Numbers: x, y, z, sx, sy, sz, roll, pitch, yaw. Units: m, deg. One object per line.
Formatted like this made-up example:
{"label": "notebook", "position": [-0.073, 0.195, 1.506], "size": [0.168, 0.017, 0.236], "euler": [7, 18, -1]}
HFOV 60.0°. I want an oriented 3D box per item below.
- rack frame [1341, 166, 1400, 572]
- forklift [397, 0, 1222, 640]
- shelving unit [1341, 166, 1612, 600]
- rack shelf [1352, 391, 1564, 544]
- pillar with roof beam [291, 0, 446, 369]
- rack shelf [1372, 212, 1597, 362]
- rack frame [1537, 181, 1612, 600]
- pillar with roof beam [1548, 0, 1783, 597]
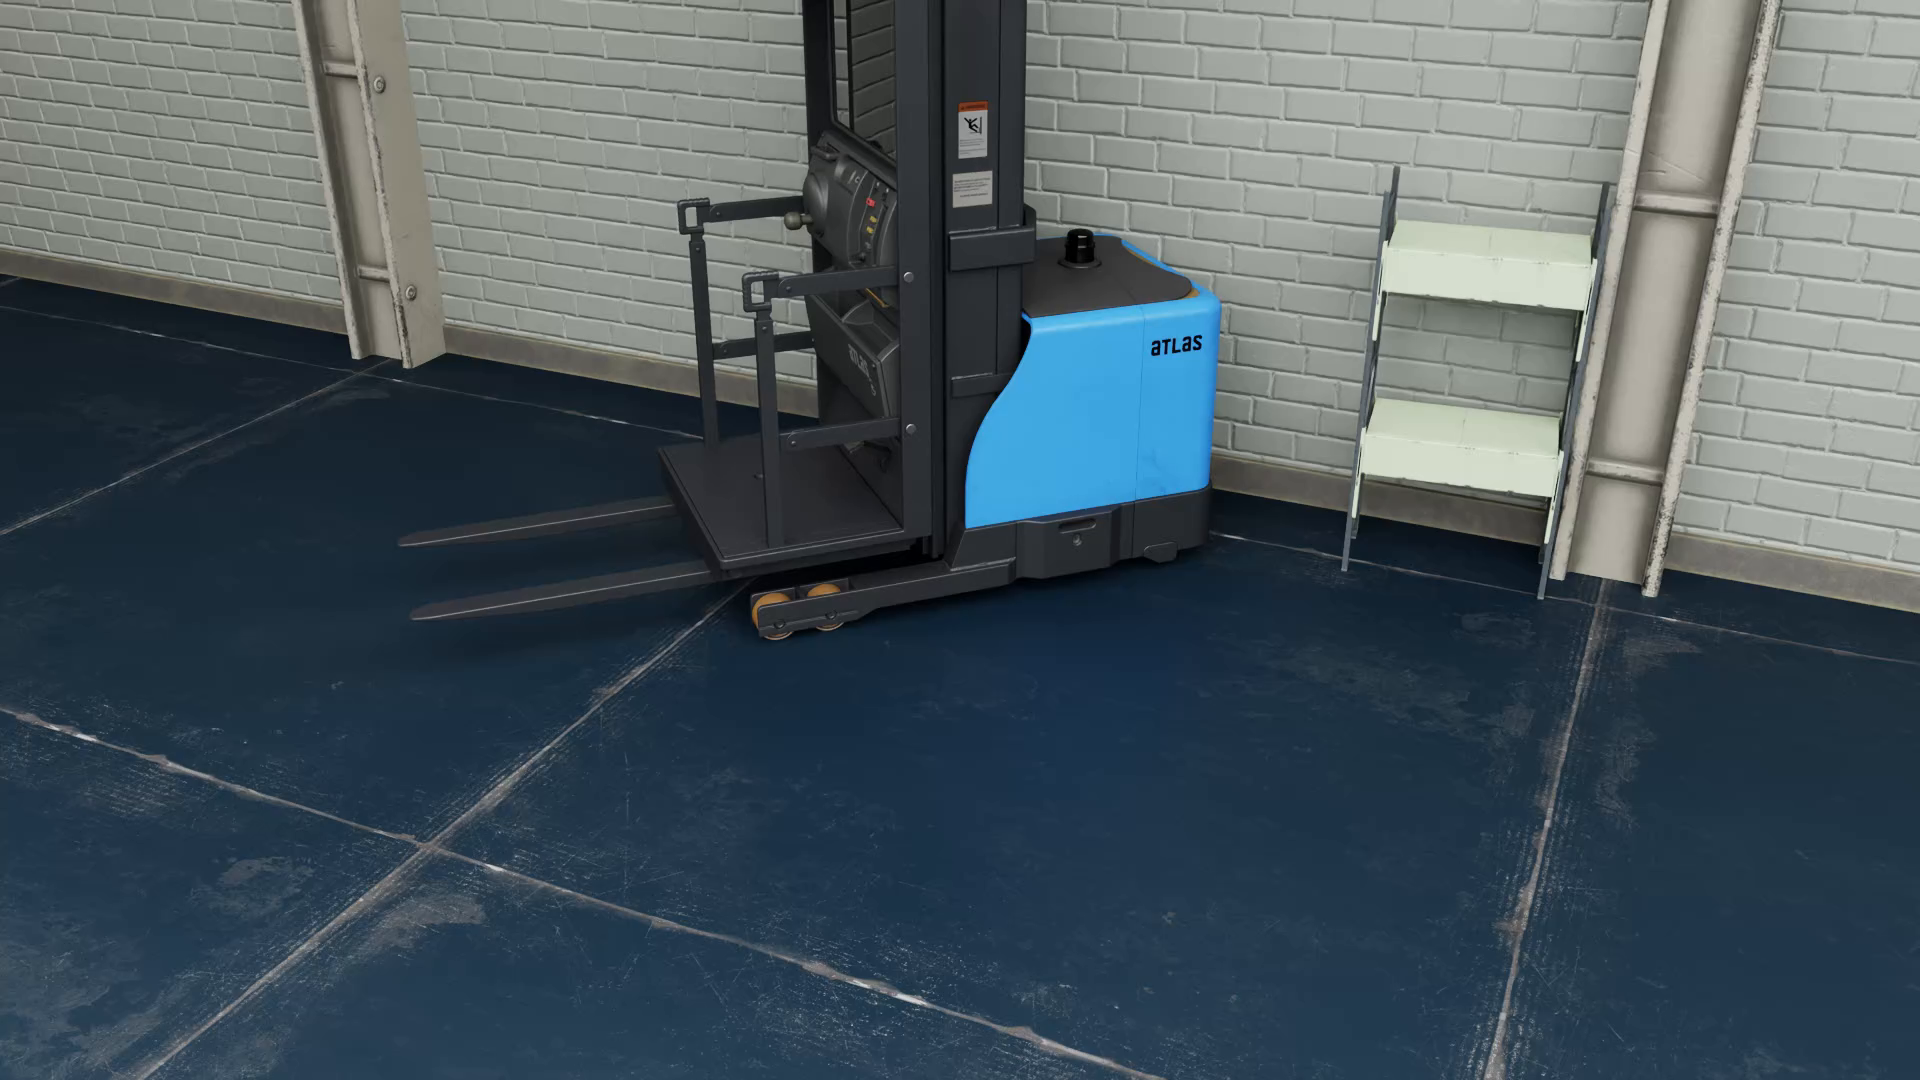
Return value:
{"label": "rack frame", "position": [1.562, -0.631, 6.335], "size": [0.023, 1.500, 0.400], "euler": [8, 27, 16]}
{"label": "forklift", "position": [-0.582, -1.217, 5.904], "size": [3.031, 2.935, 1.130], "euler": [-10, 28, -19]}
{"label": "shelving unit", "position": [1.909, -0.581, 6.232], "size": [0.755, 1.500, 0.431], "euler": [8, 27, 16]}
{"label": "rack shelf", "position": [1.909, -0.288, 6.376], "size": [0.720, 0.370, 0.431], "euler": [8, 27, 16]}
{"label": "pillar with roof beam", "position": [-4.717, -3.283, 3.230], "size": [0.400, 9.000, 9.100], "euler": [11, 28, 22]}
{"label": "rack shelf", "position": [1.909, -0.931, 6.059], "size": [0.720, 0.370, 0.431], "euler": [8, 27, 16]}
{"label": "rack frame", "position": [2.257, -0.530, 6.129], "size": [0.023, 1.500, 0.400], "euler": [8, 27, 16]}
{"label": "pillar with roof beam", "position": [0.745, -2.186, 1.001], "size": [0.400, 9.000, 9.100], "euler": [11, 28, 22]}
